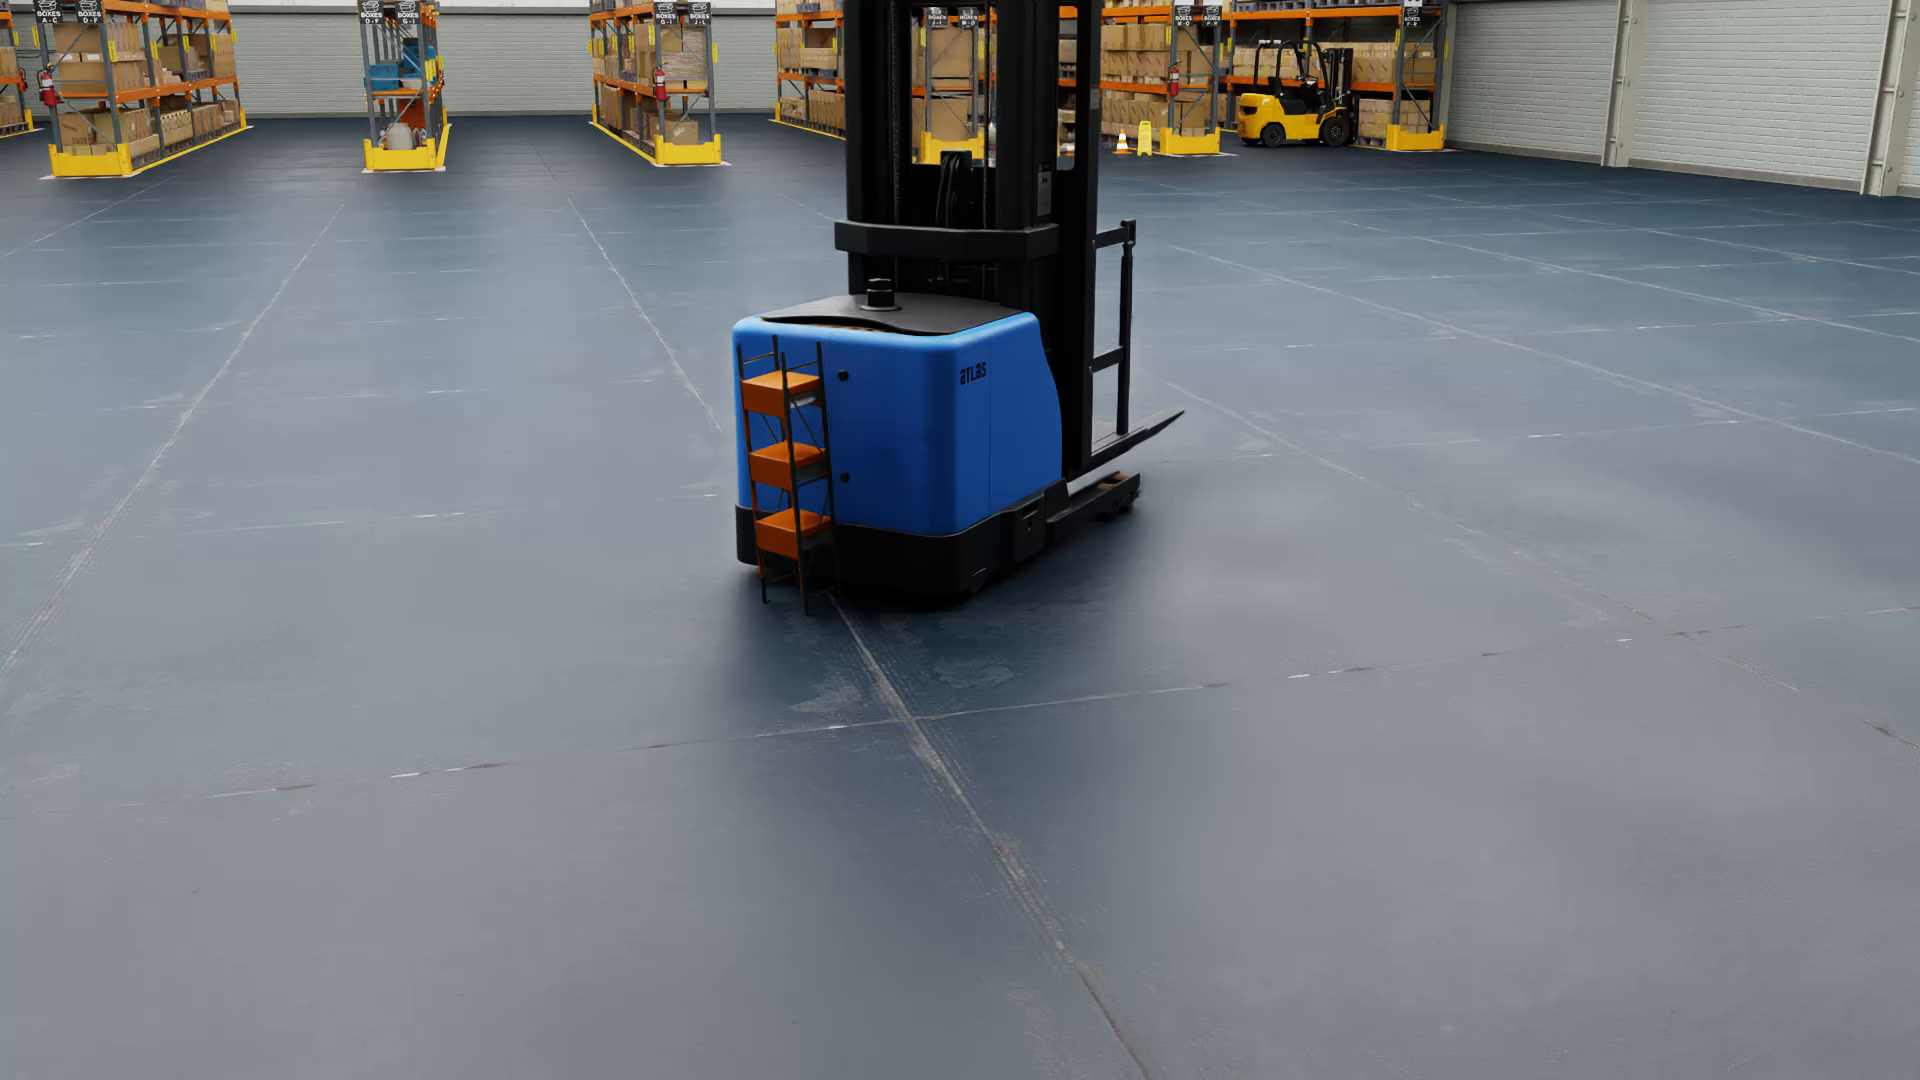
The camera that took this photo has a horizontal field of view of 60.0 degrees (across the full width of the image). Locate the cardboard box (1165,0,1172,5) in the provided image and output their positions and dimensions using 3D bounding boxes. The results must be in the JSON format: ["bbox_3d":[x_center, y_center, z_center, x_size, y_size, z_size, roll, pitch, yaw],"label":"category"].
[{"bbox_3d":[4.214,-10.498,32.410,0.380,0.149,0.250,-5,17,-15],"label":"cardboard box"}]

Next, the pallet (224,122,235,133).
[{"bbox_3d":[-18.298,-10.052,40.548,1.003,0.211,1.213,-5,17,-15],"label":"pallet"}]

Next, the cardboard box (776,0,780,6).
[{"bbox_3d":[-4.674,-14.571,44.925,0.500,0.250,0.500,-4,17,-14],"label":"cardboard box"}]

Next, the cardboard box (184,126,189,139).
[{"bbox_3d":[-16.148,-8.368,34.147,0.500,0.250,0.500,-5,17,-16],"label":"cardboard box"}]

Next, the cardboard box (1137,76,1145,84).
[{"bbox_3d":[3.854,-9.420,34.034,0.380,0.149,0.250,-5,17,-16],"label":"cardboard box"}]

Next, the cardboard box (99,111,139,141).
[{"bbox_3d":[-14.696,-7.225,29.035,0.500,0.500,0.500,-5,17,-15],"label":"cardboard box"}]

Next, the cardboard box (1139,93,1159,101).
[{"bbox_3d":[3.879,-9.026,33.906,0.380,0.149,0.250,-4,17,-14],"label":"cardboard box"}]

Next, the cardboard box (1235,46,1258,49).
[{"bbox_3d":[7.163,-12.115,41.668,0.500,0.500,0.500,-4,17,-13],"label":"cardboard box"}]

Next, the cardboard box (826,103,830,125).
[{"bbox_3d":[-2.920,-10.208,39.837,0.500,0.500,0.500,-4,17,-13],"label":"cardboard box"}]

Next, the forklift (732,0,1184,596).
[{"bbox_3d":[0.208,-1.561,7.555,1.130,2.935,3.031,9,19,27],"label":"forklift"}]

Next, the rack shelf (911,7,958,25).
[{"bbox_3d":[-0.700,-10.331,32.669,1.077,0.370,4.000,-5,17,-15],"label":"rack shelf"}]

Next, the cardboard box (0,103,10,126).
[{"bbox_3d":[-23.067,-10.114,39.522,0.700,0.500,0.500,-5,18,-17],"label":"cardboard box"}]

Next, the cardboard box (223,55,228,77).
[{"bbox_3d":[-18.069,-11.490,40.315,0.500,0.500,0.500,-5,17,-16],"label":"cardboard box"}]

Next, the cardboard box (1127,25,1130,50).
[{"bbox_3d":[3.856,-10.321,34.169,0.700,0.500,0.500,-5,17,-16],"label":"cardboard box"}]

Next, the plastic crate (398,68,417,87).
[{"bbox_3d":[-10.787,-8.852,31.816,0.767,0.338,0.504,-5,17,-15],"label":"plastic crate"}]

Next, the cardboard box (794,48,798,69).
[{"bbox_3d":[-3.995,-12.451,42.997,0.500,0.500,0.500,-5,17,-17],"label":"cardboard box"}]

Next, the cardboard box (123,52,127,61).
[{"bbox_3d":[-14.796,-8.449,29.065,0.380,0.149,0.250,-5,17,-15],"label":"cardboard box"}]

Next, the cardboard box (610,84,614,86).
[{"bbox_3d":[-8.350,-11.014,41.867,0.875,0.875,0.875,-5,17,-15],"label":"cardboard box"}]

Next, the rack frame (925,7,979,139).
[{"bbox_3d":[-0.151,-8.686,31.155,1.000,3.000,0.127,-5,17,-15],"label":"rack frame"}]

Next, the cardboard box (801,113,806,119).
[{"bbox_3d":[-3.884,-10.923,42.826,0.380,0.149,0.250,-4,17,-15],"label":"cardboard box"}]

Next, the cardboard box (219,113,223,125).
[{"bbox_3d":[-17.678,-9.915,39.156,0.500,0.311,0.500,-5,17,-15],"label":"cardboard box"}]

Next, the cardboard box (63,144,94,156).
[{"bbox_3d":[-14.905,-6.549,28.090,0.500,0.250,0.500,-5,17,-15],"label":"cardboard box"}]

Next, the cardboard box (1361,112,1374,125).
[{"bbox_3d":[8.791,-8.872,34.954,0.500,0.250,0.500,-5,17,-16],"label":"cardboard box"}]

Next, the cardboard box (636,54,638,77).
[{"bbox_3d":[-5.982,-9.489,33.138,0.875,0.500,0.500,-5,17,-15],"label":"cardboard box"}]

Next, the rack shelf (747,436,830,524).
[{"bbox_3d":[-0.652,-0.235,6.420,0.240,0.259,0.215,14,26,40],"label":"rack shelf"}]

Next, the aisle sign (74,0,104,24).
[{"bbox_3d":[-14.161,-8.791,26.985,0.394,0.787,0.004,-5,17,-15],"label":"aisle sign"}]

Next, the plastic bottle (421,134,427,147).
[{"bbox_3d":[-9.908,-7.361,30.720,0.097,0.271,0.097,0,17,0],"label":"plastic bottle"}]

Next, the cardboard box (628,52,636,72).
[{"bbox_3d":[-6.612,-10.151,35.123,0.797,0.503,0.637,-3,17,-10],"label":"cardboard box"}]

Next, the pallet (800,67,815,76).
[{"bbox_3d":[-3.378,-11.691,41.491,1.003,0.211,1.213,-5,17,-15],"label":"pallet"}]

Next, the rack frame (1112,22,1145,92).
[{"bbox_3d":[4.956,-13.925,48.594,1.000,3.000,0.127,-5,17,-15],"label":"rack frame"}]

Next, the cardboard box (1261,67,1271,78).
[{"bbox_3d":[7.464,-11.073,39.361,0.500,0.250,0.500,-4,17,-13],"label":"cardboard box"}]

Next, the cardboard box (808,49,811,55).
[{"bbox_3d":[-3.495,-11.938,40.653,0.380,0.149,0.250,-5,17,-16],"label":"cardboard box"}]

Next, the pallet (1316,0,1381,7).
[{"bbox_3d":[8.513,-11.766,36.347,1.003,0.211,1.213,-5,17,-15],"label":"pallet"}]

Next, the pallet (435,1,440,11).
[{"bbox_3d":[-12.698,-12.387,38.589,1.213,0.211,1.003,-5,17,-15],"label":"pallet"}]

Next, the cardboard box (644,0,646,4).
[{"bbox_3d":[-5.597,-10.080,30.843,0.500,0.250,0.500,-4,17,-14],"label":"cardboard box"}]

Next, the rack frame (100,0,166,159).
[{"bbox_3d":[-15.573,-8.646,31.022,1.000,3.000,0.127,-5,17,-15],"label":"rack frame"}]

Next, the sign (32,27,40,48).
[{"bbox_3d":[-14.999,-8.169,27.008,0.100,0.325,0.005,-5,17,-15],"label":"sign"}]

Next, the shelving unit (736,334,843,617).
[{"bbox_3d":[-0.653,-0.245,6.416,0.252,1.050,0.215,14,26,40],"label":"shelving unit"}]

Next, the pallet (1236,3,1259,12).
[{"bbox_3d":[7.427,-12.877,40.222,1.213,0.211,1.003,-4,17,-13],"label":"pallet"}]

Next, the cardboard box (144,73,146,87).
[{"bbox_3d":[-15.750,-8.707,31.485,0.500,0.250,0.500,-4,17,-12],"label":"cardboard box"}]

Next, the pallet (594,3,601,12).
[{"bbox_3d":[-8.792,-13.599,42.451,1.003,0.211,1.213,-5,17,-15],"label":"pallet"}]

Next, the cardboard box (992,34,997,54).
[{"bbox_3d":[1.128,-12.807,42.962,0.500,0.500,0.500,-4,17,-15],"label":"cardboard box"}]

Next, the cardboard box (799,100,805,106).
[{"bbox_3d":[-3.980,-11.340,43.180,0.380,0.149,0.250,-5,17,-16],"label":"cardboard box"}]

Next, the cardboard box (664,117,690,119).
[{"bbox_3d":[-5.564,-7.995,32.470,0.500,0.500,0.500,-6,18,-20],"label":"cardboard box"}]

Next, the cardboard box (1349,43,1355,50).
[{"bbox_3d":[8.572,-10.577,35.632,0.380,0.149,0.250,-5,17,-15],"label":"cardboard box"}]

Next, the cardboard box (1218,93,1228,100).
[{"bbox_3d":[6.670,-11.216,42.065,0.380,0.149,0.250,-6,18,-18],"label":"cardboard box"}]

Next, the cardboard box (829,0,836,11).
[{"bbox_3d":[-2.750,-12.521,38.535,0.500,0.500,0.500,-5,17,-15],"label":"cardboard box"}]

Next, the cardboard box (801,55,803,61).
[{"bbox_3d":[-3.782,-12.083,41.654,0.380,0.149,0.250,-4,17,-14],"label":"cardboard box"}]

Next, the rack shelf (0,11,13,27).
[{"bbox_3d":[-23.083,-12.112,38.595,1.077,0.370,4.000,-5,17,-15],"label":"rack shelf"}]

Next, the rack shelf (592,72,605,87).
[{"bbox_3d":[-8.795,-11.850,42.938,1.077,0.370,4.000,-5,17,-15],"label":"rack shelf"}]

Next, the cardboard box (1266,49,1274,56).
[{"bbox_3d":[7.419,-11.459,39.085,0.380,0.149,0.250,-5,17,-17],"label":"cardboard box"}]

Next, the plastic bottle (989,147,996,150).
[{"bbox_3d":[0.613,-8.000,33.978,0.283,0.061,0.133,-12,20,-34],"label":"plastic bottle"}]

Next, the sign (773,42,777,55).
[{"bbox_3d":[-5.069,-13.484,45.621,0.100,0.325,0.005,-5,17,-15],"label":"sign"}]
